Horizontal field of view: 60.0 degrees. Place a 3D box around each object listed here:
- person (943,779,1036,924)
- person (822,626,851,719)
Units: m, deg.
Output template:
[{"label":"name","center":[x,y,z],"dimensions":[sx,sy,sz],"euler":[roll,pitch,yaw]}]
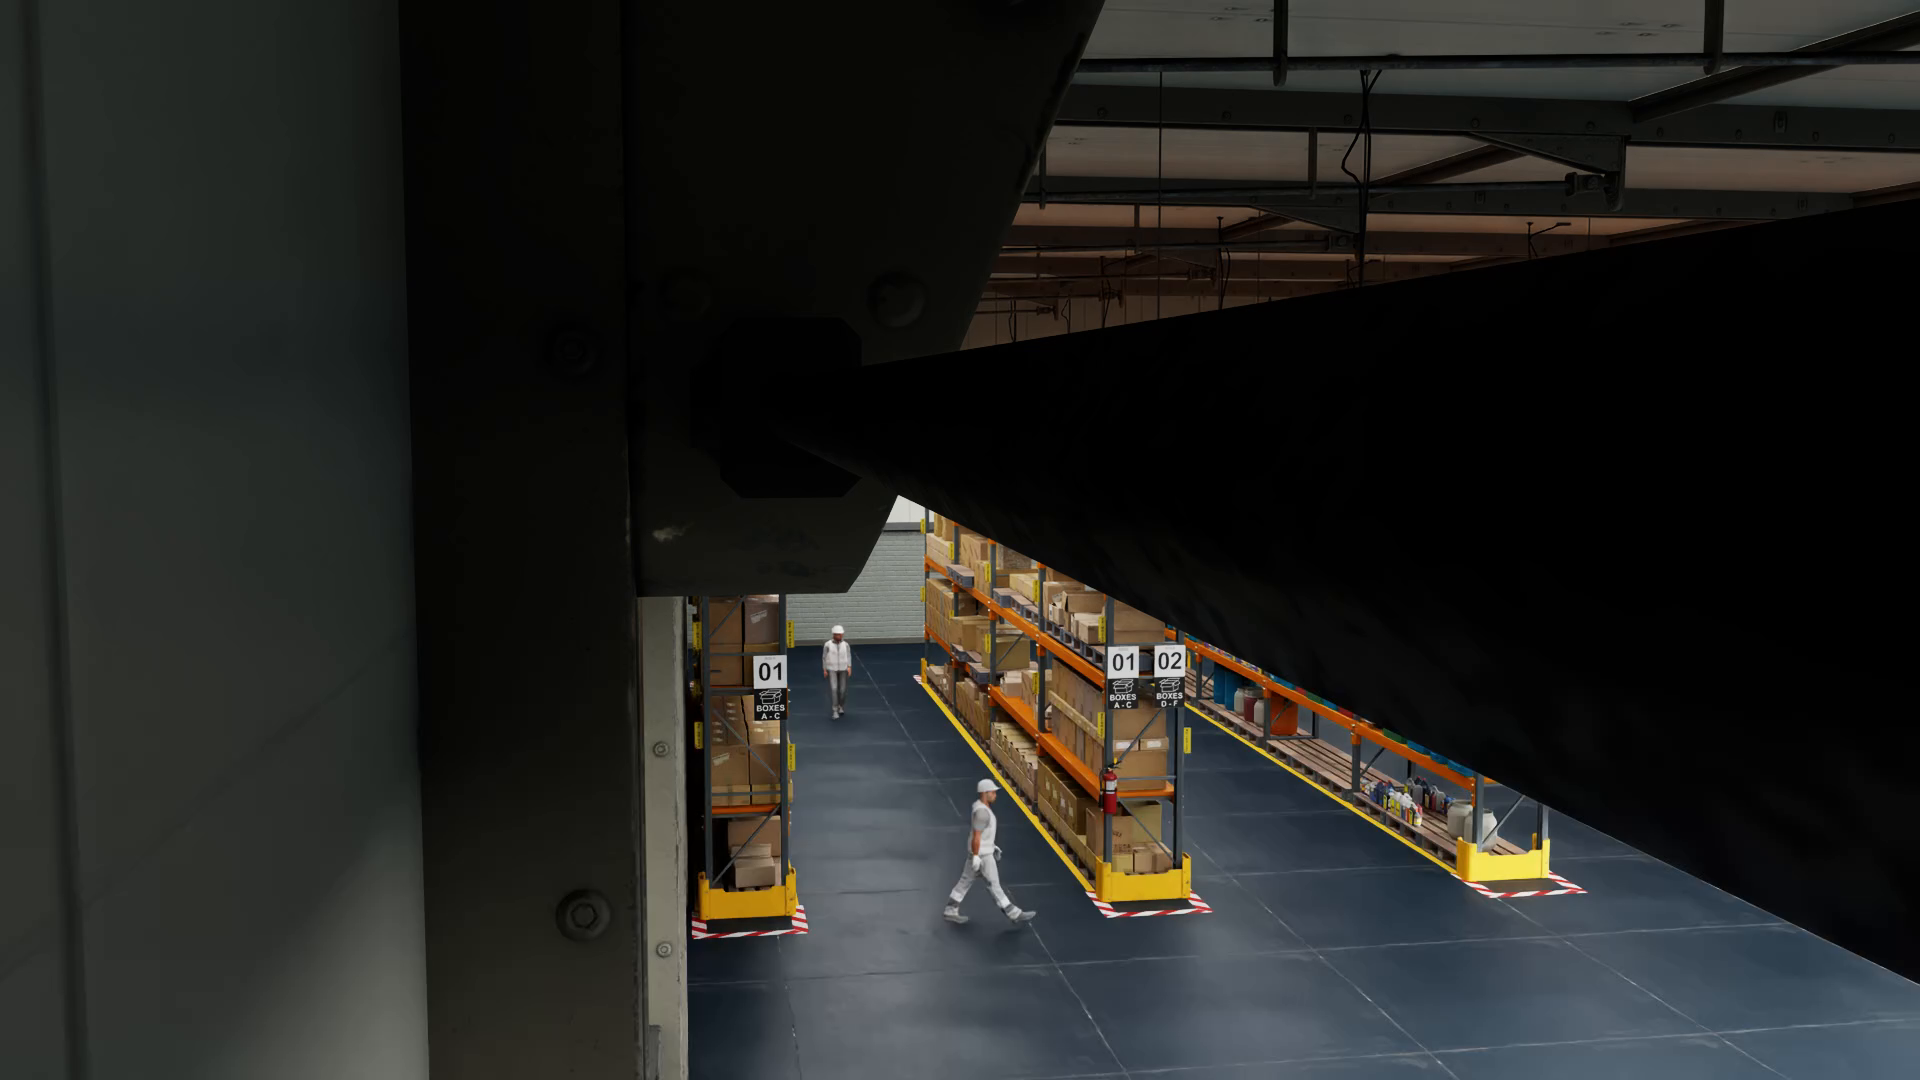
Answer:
[{"label":"person","center":[0.340,3.699,19.762],"dimensions":[1.068,1.727,0.553],"euler":[-1,5,-8]},{"label":"person","center":[-2.376,2.596,32.697],"dimensions":[0.570,1.770,0.752],"euler":[-2,5,-18]}]
